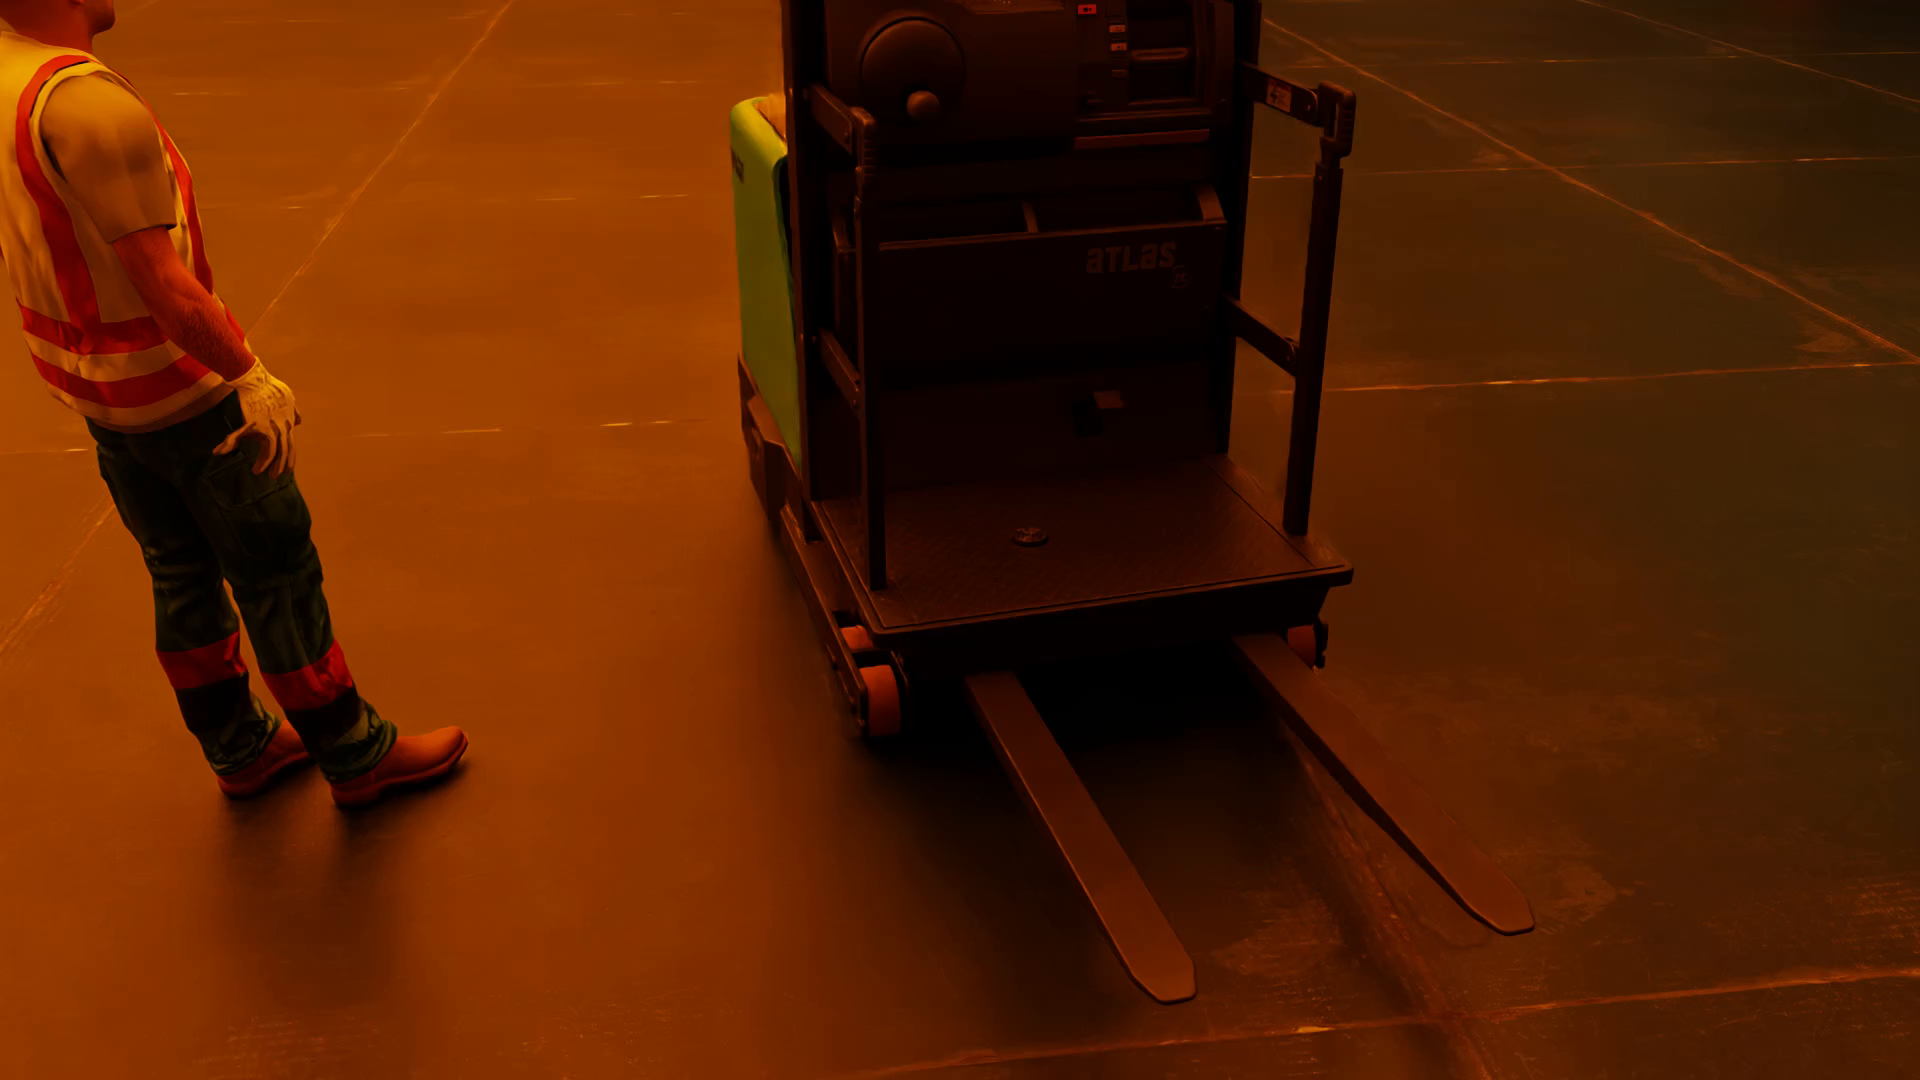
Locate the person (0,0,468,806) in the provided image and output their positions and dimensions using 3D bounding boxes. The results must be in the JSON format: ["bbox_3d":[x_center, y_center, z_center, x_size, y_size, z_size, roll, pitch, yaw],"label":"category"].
[{"bbox_3d":[-1.451,-0.314,3.182,0.639,1.788,0.561,18,31,32],"label":"person"}]

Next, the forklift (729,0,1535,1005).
[{"bbox_3d":[0.219,-1.068,3.447,1.130,2.935,3.031,-7,27,-14],"label":"forklift"}]
